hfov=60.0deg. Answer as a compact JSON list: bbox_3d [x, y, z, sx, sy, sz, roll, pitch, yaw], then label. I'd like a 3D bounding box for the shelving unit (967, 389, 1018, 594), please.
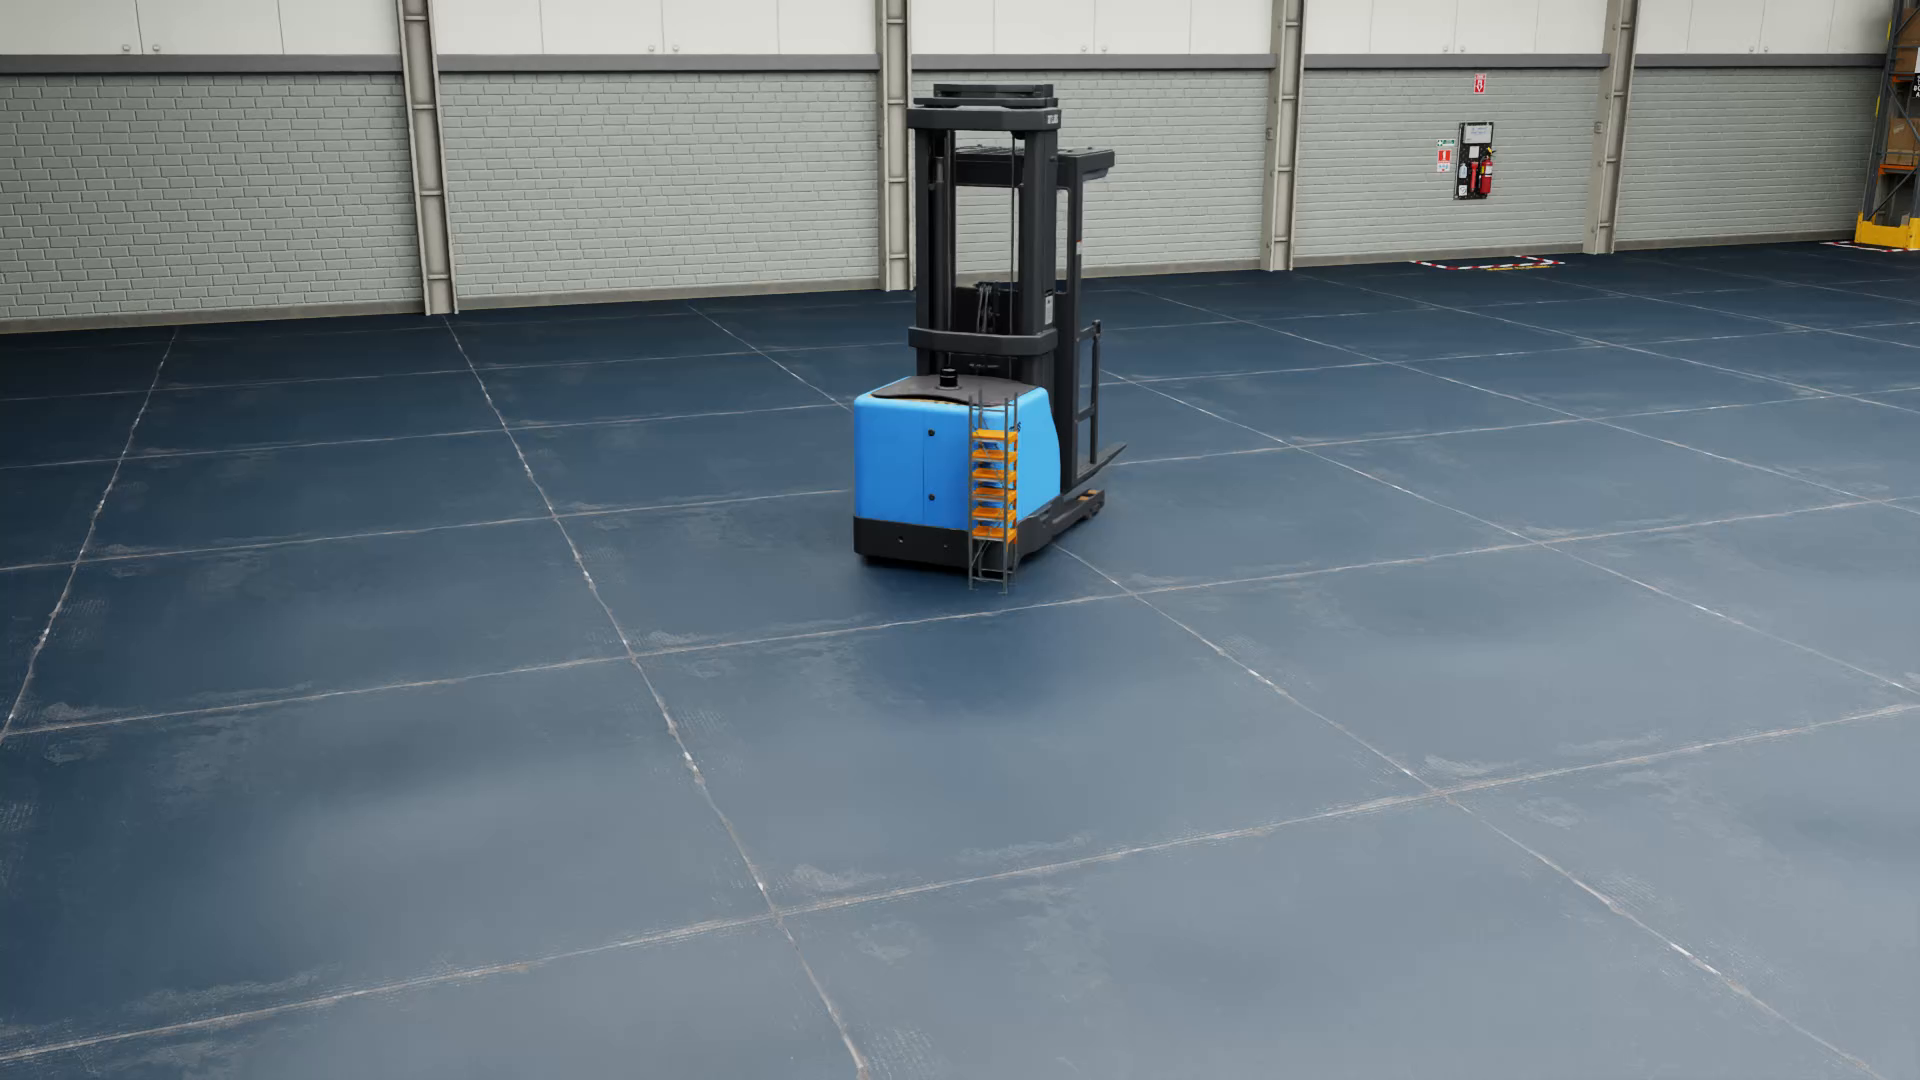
[{"bbox_3d":[0.196,-0.285,9.937,0.258,1.200,0.189,6,17,18],"label":"shelving unit"}]

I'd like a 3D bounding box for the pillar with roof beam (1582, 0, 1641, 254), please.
[{"bbox_3d":[11.869,-7.840,21.826,0.400,9.000,9.100,-6,17,-20],"label":"pillar with roof beam"}]

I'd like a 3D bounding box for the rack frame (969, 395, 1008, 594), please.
[{"bbox_3d":[0.166,-0.260,9.854,0.240,1.200,0.006,6,17,18],"label":"rack frame"}]

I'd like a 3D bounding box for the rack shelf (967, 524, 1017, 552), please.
[{"bbox_3d":[0.196,-0.012,10.017,0.258,0.103,0.180,6,17,18],"label":"rack shelf"}]

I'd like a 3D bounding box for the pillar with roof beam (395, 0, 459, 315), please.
[{"bbox_3d":[-4.939,-6.025,15.646,0.400,9.000,9.100,-6,17,-20],"label":"pillar with roof beam"}]

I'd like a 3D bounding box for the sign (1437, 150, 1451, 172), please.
[{"bbox_3d":[7.454,-5.844,25.611,0.234,0.329,0.001,-6,17,-20],"label":"sign"}]

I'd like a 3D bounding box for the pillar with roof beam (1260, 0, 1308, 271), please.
[{"bbox_3d":[6.267,-7.235,19.766,0.400,9.000,9.100,-6,17,-20],"label":"pillar with roof beam"}]

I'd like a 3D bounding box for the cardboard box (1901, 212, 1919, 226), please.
[{"bbox_3d":[16.266,-5.368,28.047,0.500,0.311,0.500,-8,18,-26],"label":"cardboard box"}]

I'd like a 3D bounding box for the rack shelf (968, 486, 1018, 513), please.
[{"bbox_3d":[0.196,-0.242,9.950,0.258,0.103,0.180,6,17,18],"label":"rack shelf"}]

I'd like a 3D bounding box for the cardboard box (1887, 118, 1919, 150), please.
[{"bbox_3d":[15.952,-6.802,27.838,0.500,0.500,0.500,-6,18,-21],"label":"cardboard box"}]

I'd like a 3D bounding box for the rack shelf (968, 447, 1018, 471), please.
[{"bbox_3d":[0.196,-0.472,9.882,0.258,0.103,0.180,6,17,18],"label":"rack shelf"}]

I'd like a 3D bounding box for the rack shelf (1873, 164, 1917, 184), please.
[{"bbox_3d":[17.455,-6.258,28.361,4.000,0.370,1.077,-6,17,-20],"label":"rack shelf"}]

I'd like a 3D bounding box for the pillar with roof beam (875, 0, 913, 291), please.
[{"bbox_3d":[0.664,-6.630,17.706,0.400,9.000,9.100,-6,17,-20],"label":"pillar with roof beam"}]

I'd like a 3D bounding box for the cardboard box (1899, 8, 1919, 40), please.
[{"bbox_3d":[15.897,-8.490,27.375,0.500,0.500,0.500,-5,17,-18],"label":"cardboard box"}]

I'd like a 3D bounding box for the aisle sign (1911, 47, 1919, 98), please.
[{"bbox_3d":[15.628,-7.562,26.913,0.004,0.787,0.394,-6,17,-20],"label":"aisle sign"}]

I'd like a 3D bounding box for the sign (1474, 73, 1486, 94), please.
[{"bbox_3d":[7.964,-6.993,25.474,0.199,0.298,0.001,-6,17,-20],"label":"sign"}]

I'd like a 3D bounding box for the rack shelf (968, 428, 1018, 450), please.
[{"bbox_3d":[0.196,-0.587,9.849,0.258,0.103,0.180,6,17,18],"label":"rack shelf"}]

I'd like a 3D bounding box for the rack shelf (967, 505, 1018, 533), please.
[{"bbox_3d":[0.196,-0.127,9.984,0.258,0.103,0.180,6,17,18],"label":"rack shelf"}]

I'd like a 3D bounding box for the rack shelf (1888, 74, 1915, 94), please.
[{"bbox_3d":[17.455,-7.697,27.938,4.000,0.370,1.077,-6,17,-20],"label":"rack shelf"}]

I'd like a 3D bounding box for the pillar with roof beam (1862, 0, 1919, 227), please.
[{"bbox_3d":[17.472,-8.445,23.886,0.400,9.000,9.100,-6,17,-20],"label":"pillar with roof beam"}]

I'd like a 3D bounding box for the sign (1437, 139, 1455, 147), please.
[{"bbox_3d":[7.462,-6.096,25.530,0.331,0.109,0.001,-6,17,-20],"label":"sign"}]

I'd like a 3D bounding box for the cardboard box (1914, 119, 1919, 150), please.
[{"bbox_3d":[16.141,-6.668,27.380,0.500,0.500,0.500,-6,17,-20],"label":"cardboard box"}]

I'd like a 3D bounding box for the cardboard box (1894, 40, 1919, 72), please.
[{"bbox_3d":[15.887,-8.007,27.503,0.500,0.500,0.500,-5,17,-16],"label":"cardboard box"}]

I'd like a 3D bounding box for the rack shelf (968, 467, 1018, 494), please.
[{"bbox_3d":[0.196,-0.357,9.916,0.258,0.103,0.180,6,17,18],"label":"rack shelf"}]

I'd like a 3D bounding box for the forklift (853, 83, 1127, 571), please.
[{"bbox_3d":[0.377,-1.588,11.304,1.130,2.935,3.031,7,18,23],"label":"forklift"}]

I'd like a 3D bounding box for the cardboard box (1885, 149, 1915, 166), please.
[{"bbox_3d":[15.955,-6.437,27.925,0.500,0.250,0.500,-6,17,-19],"label":"cardboard box"}]

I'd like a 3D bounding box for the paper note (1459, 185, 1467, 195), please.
[{"bbox_3d":[7.818,-5.433,25.839,0.142,0.148,0.016,-6,17,-20],"label":"paper note"}]

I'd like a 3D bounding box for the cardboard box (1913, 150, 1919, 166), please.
[{"bbox_3d":[16.157,-6.305,27.474,0.500,0.250,0.500,-7,18,-22],"label":"cardboard box"}]

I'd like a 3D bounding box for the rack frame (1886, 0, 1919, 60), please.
[{"bbox_3d":[15.587,-9.280,26.728,0.127,3.000,1.000,-6,17,-20],"label":"rack frame"}]

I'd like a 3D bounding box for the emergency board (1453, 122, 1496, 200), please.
[{"bbox_3d":[8.008,-5.855,25.714,0.643,1.169,0.194,-6,17,-20],"label":"emergency board"}]

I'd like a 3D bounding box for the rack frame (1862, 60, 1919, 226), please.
[{"bbox_3d":[15.587,-6.401,27.573,0.127,3.000,1.000,-6,17,-20],"label":"rack frame"}]

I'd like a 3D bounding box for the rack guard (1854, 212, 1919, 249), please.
[{"bbox_3d":[15.658,-5.210,27.951,0.348,0.500,1.175,-6,17,-20],"label":"rack guard"}]

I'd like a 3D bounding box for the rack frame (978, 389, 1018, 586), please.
[{"bbox_3d":[0.226,-0.309,10.020,0.240,1.200,0.006,6,17,18],"label":"rack frame"}]

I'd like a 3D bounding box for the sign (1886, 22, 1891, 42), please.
[{"bbox_3d":[15.408,-8.413,27.530,0.005,0.325,0.100,-6,17,-20],"label":"sign"}]

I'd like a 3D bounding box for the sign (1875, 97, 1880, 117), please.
[{"bbox_3d":[15.408,-7.256,27.869,0.005,0.325,0.100,-6,17,-20],"label":"sign"}]
